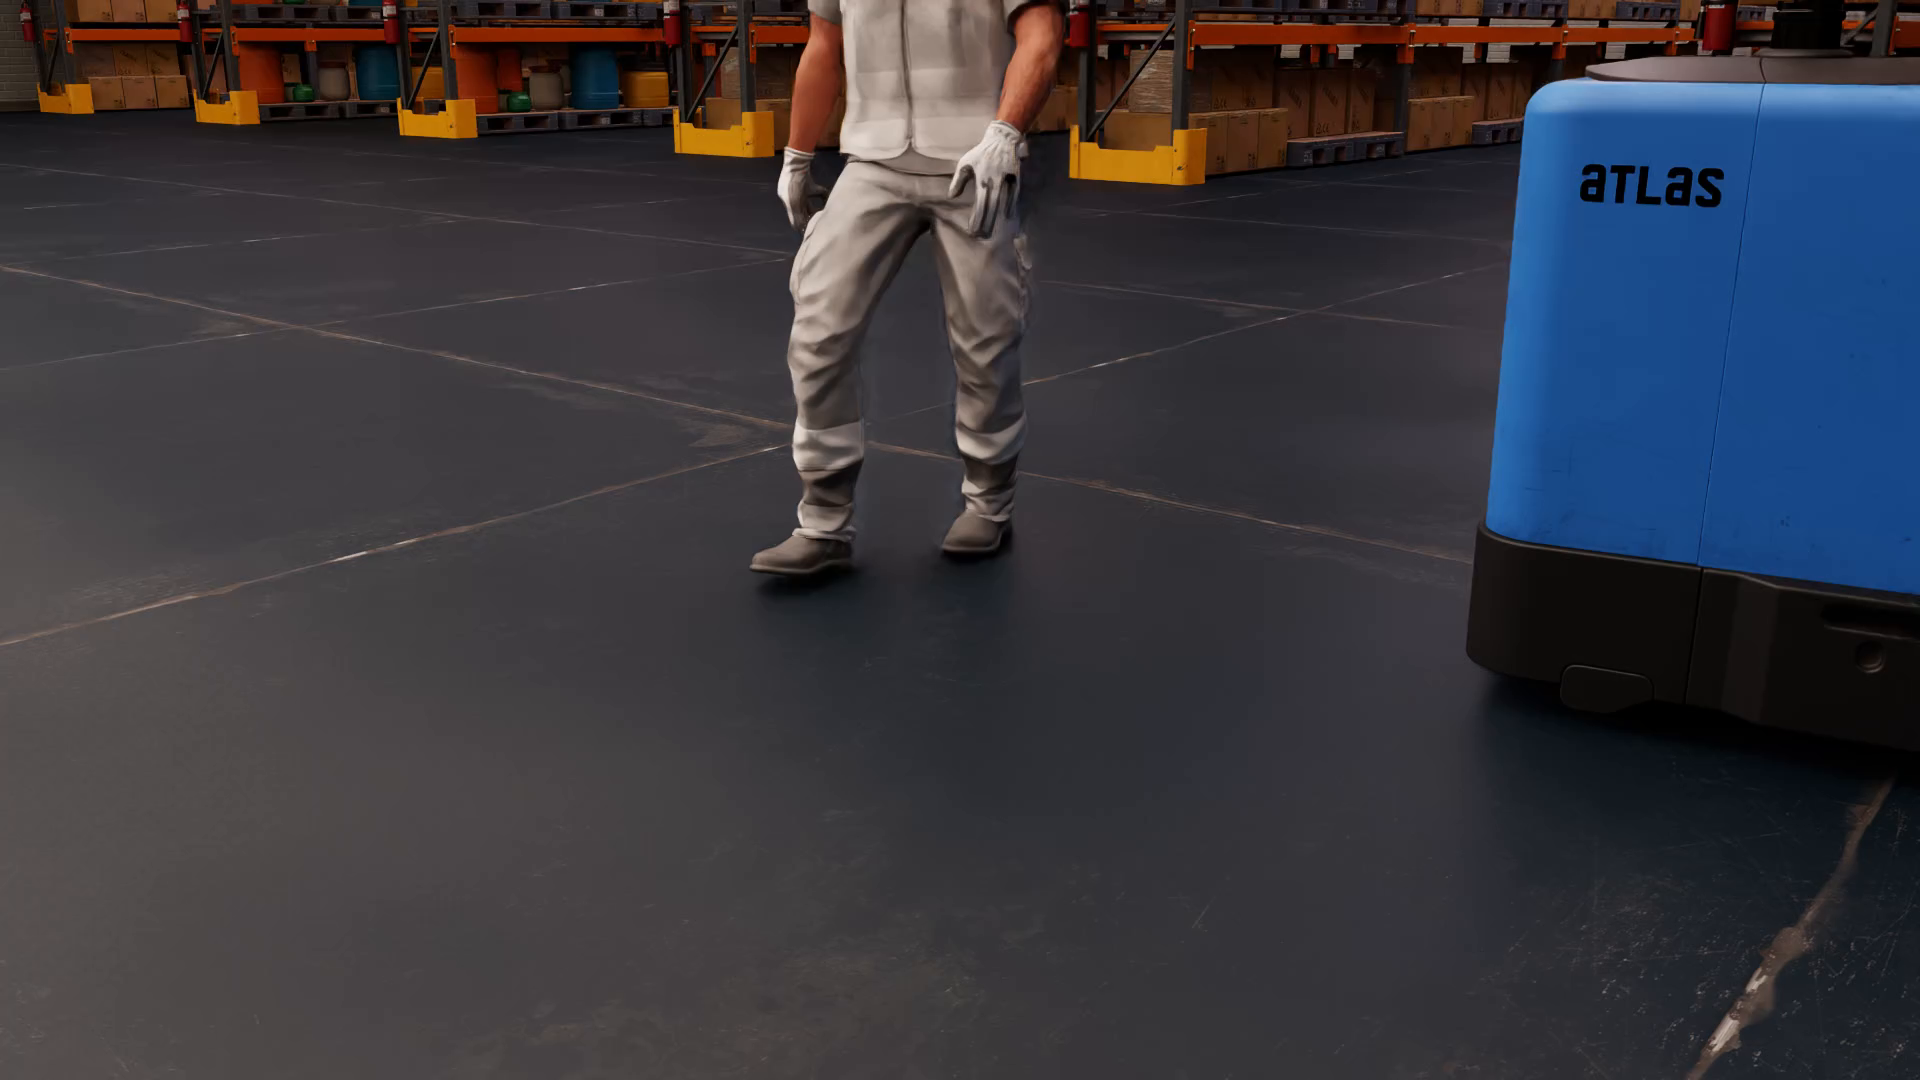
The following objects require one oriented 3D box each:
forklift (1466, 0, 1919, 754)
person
[{"bbox_3d":[2.460,-1.034,2.303,3.031,2.935,1.130,9,19,27],"label":"forklift"},{"bbox_3d":[-0.105,-0.774,3.517,0.668,1.745,0.645,4,17,14],"label":"person"}]
